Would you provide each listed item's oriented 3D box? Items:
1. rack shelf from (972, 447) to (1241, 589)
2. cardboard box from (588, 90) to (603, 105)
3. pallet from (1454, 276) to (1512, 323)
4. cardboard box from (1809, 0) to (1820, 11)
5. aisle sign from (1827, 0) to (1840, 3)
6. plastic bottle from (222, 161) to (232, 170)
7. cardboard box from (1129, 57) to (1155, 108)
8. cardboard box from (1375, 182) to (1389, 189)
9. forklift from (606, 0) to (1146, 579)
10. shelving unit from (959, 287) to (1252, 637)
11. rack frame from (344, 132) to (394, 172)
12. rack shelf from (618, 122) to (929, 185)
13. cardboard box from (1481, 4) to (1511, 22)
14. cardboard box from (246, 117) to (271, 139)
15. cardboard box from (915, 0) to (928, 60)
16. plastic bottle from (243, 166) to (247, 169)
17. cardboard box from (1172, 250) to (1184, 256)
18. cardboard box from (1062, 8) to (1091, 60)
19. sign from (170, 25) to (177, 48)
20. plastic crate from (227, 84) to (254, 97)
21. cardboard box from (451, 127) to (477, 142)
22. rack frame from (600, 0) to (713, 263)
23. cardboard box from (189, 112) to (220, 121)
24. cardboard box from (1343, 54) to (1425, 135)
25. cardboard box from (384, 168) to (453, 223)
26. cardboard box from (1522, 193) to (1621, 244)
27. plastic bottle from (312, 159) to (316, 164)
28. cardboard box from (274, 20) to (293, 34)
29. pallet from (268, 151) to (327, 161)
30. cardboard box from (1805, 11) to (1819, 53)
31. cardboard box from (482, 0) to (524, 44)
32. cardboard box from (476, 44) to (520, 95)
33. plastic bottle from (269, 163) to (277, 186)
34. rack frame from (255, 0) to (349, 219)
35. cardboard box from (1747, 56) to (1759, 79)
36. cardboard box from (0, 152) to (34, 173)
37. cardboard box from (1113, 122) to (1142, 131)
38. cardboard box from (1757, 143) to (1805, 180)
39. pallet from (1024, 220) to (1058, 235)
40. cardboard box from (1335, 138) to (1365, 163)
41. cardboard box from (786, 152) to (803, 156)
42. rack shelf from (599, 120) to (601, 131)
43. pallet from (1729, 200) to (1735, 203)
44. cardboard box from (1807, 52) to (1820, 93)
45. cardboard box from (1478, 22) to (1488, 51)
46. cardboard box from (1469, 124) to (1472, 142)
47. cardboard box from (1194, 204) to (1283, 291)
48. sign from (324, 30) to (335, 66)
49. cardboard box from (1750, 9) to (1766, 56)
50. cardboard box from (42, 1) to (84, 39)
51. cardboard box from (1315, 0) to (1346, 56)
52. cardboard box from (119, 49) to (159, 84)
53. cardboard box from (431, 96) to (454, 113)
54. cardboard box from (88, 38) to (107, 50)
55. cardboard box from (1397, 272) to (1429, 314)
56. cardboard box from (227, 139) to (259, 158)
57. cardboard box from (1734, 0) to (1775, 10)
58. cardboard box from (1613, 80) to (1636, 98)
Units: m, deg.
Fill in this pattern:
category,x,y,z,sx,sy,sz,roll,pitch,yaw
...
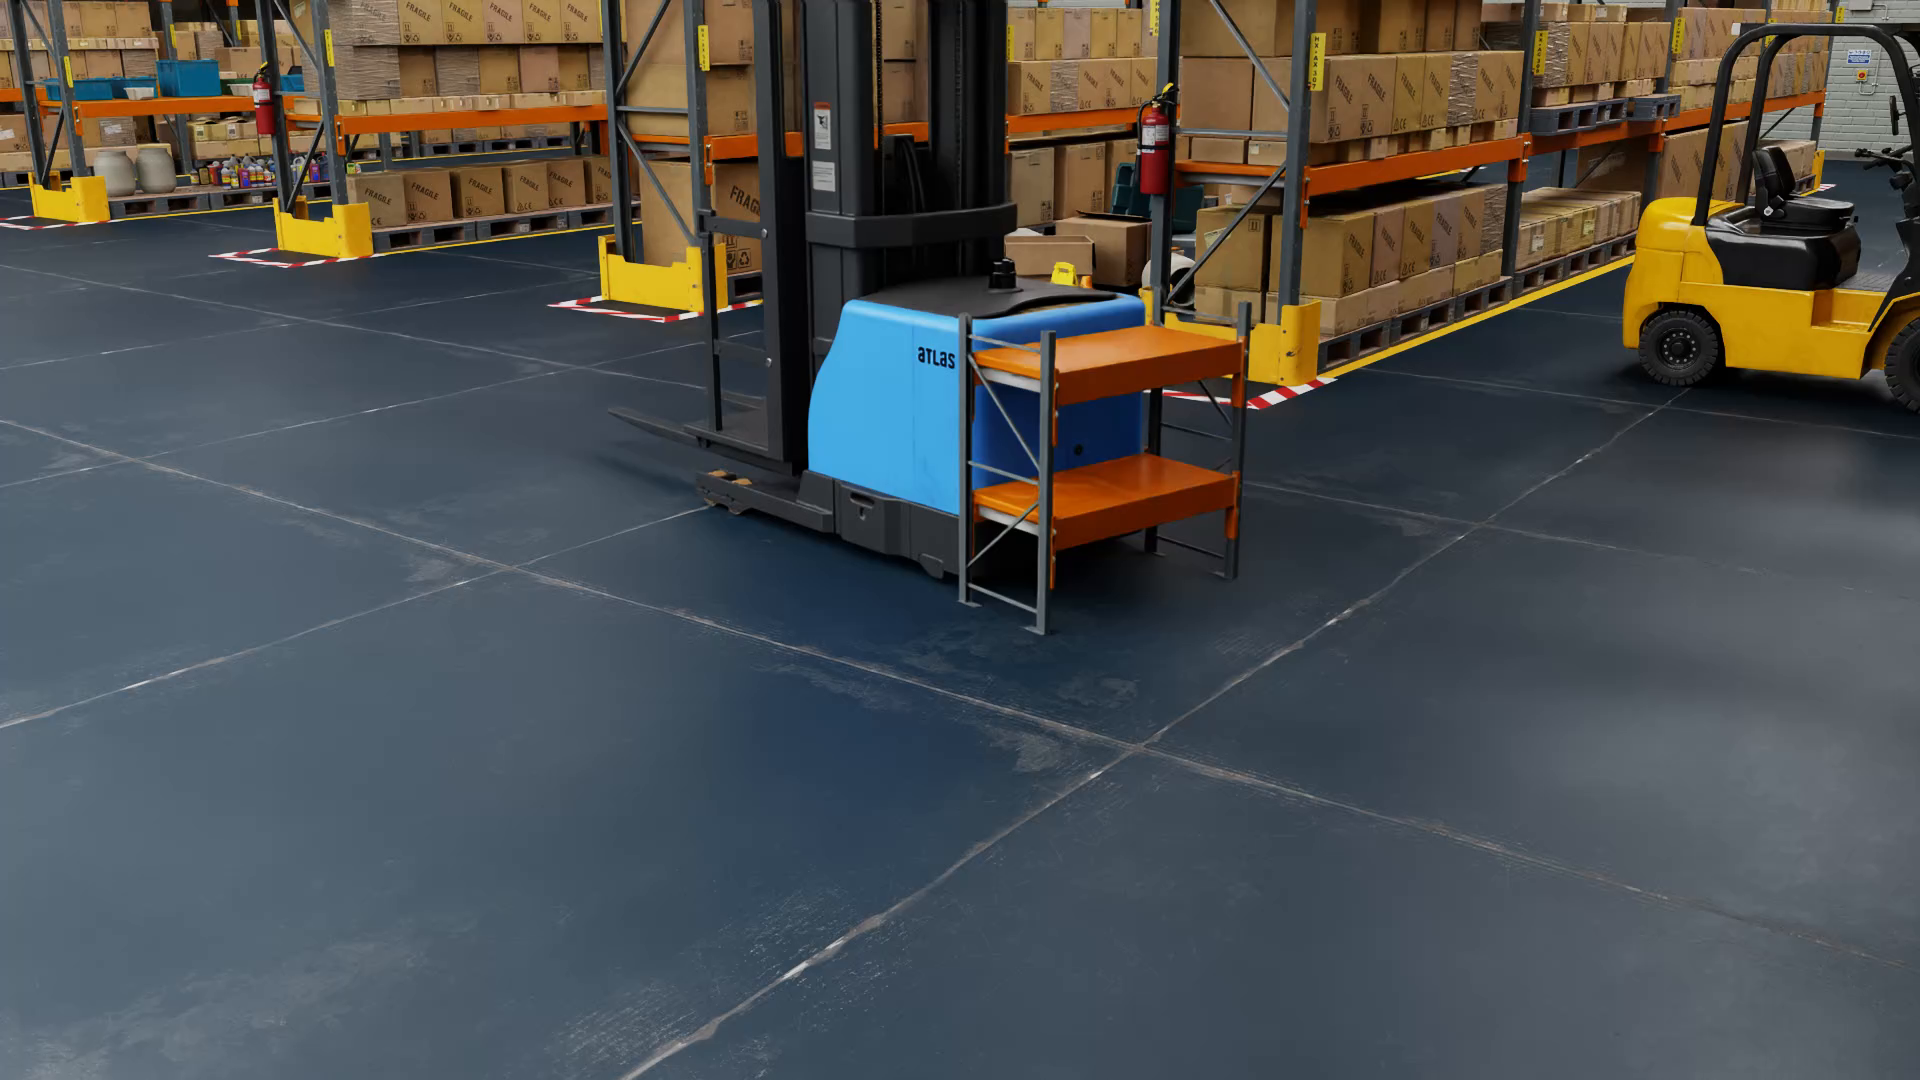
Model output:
category,x,y,z,sx,sy,sz,roll,pitch,yaw
rack shelf,0.560,-0.104,6.507,1.000,0.278,0.538,-14,22,-37
cardboard box,-4.157,-4.876,18.311,0.380,0.149,0.250,12,21,35
pallet,3.676,-1.957,13.189,1.003,0.211,1.213,12,21,35
cardboard box,10.743,-6.833,21.242,0.380,0.149,0.250,13,21,36
aisle sign,11.490,-7.517,22.007,0.394,0.787,0.004,12,21,35
plastic bottle,-9.275,-4.641,20.981,0.152,0.276,0.135,12,21,33
cardboard box,1.746,-4.913,17.839,0.500,0.500,0.500,12,21,34
cardboard box,3.052,-2.775,12.693,0.380,0.149,0.250,13,22,37
forklift,-0.582,-1.606,7.472,1.130,2.935,3.031,-15,23,-40
shelving unit,0.560,-0.338,6.435,1.048,1.125,0.538,-14,22,-37
rack frame,-7.889,-6.081,21.768,1.000,3.000,0.127,12,21,35
rack shelf,-1.180,-3.485,14.622,1.077,0.370,4.000,12,21,35
cardboard box,4.542,-4.471,14.112,0.380,0.149,0.250,12,21,33
cardboard box,-10.809,-6.409,25.805,0.500,0.311,0.500,12,21,33
cardboard box,-0.470,-4.659,15.116,0.875,0.550,0.550,12,21,35
plastic bottle,-9.057,-4.634,21.086,0.097,0.201,0.097,0,17,0
cardboard box,1.839,-2.334,14.312,0.258,0.266,0.396,-1,17,-3
cardboard box,0.909,-5.193,17.054,0.700,0.500,0.500,13,21,35
sign,-11.418,-7.311,24.135,0.100,0.325,0.005,12,21,35
plastic crate,-8.653,-5.524,20.417,0.530,0.136,0.437,12,21,35
cardboard box,-8.673,-7.110,28.554,0.500,0.500,0.500,12,21,33
rack frame,-2.371,-3.353,12.982,1.000,3.000,0.127,12,21,35
cardboard box,-13.849,-7.620,30.197,0.700,0.500,0.500,13,21,35
cardboard box,2.778,-3.001,11.180,0.500,0.500,0.500,12,21,34
cardboard box,-5.580,-3.554,17.137,0.500,0.500,0.500,-13,22,-36
cardboard box,5.653,-3.043,15.708,0.950,0.372,0.625,12,21,34
plastic bottle,-8.289,-4.760,21.366,0.152,0.276,0.135,12,21,35
cardboard box,-12.665,-9.533,30.914,0.500,0.250,0.500,12,21,34
pallet,-10.731,-6.100,26.530,1.003,0.211,1.213,12,21,35
cardboard box,10.517,-6.434,21.051,0.500,0.500,0.500,12,21,34
cardboard box,-4.855,-5.361,17.092,0.500,0.500,0.500,12,21,35
cardboard box,-5.103,-4.938,17.416,0.875,0.500,0.500,12,21,35
plastic bottle,-8.557,-4.566,20.748,0.097,0.271,0.097,0,17,0
rack frame,-6.294,-4.253,15.882,1.000,3.000,0.127,12,21,35
cardboard box,8.747,-5.379,18.918,0.500,0.250,0.500,12,21,35
cardboard box,-13.157,-5.219,22.920,0.500,0.250,0.500,12,21,35
cardboard box,2.380,-6.866,27.172,0.875,0.875,0.875,12,21,35
cardboard box,10.346,-4.895,21.562,0.875,0.438,0.875,13,22,36
pallet,0.411,-3.171,17.098,1.003,0.211,1.213,12,21,35
cardboard box,2.395,-2.538,10.782,0.380,0.149,0.250,12,21,33
cardboard box,-1.498,-2.922,14.468,0.875,0.875,0.875,12,21,34
rack shelf,-2.719,-5.339,20.590,1.077,0.370,4.000,12,21,35
pallet,8.415,-3.831,19.225,1.003,0.211,1.213,12,21,35
cardboard box,10.812,-6.082,21.602,0.500,0.500,0.500,12,21,34
cardboard box,4.139,-3.996,13.674,0.500,0.500,0.500,12,21,34
cardboard box,3.580,-3.038,12.394,0.380,0.149,0.250,12,21,34
cardboard box,1.932,-1.984,11.240,0.500,0.500,0.500,13,21,35
sign,-5.859,-4.571,15.445,0.100,0.325,0.005,12,21,35
cardboard box,8.750,-5.735,18.798,0.500,0.500,0.500,13,22,36
cardboard box,-12.723,-7.278,23.266,0.700,0.500,0.500,12,21,35
cardboard box,2.101,-3.449,10.935,0.700,0.500,0.500,13,21,35
cardboard box,-12.124,-6.898,24.231,0.700,0.500,0.500,12,21,33
cardboard box,-5.321,-4.393,16.757,0.380,0.149,0.250,12,21,35
cardboard box,-12.313,-7.028,23.555,0.380,0.149,0.250,12,21,35
cardboard box,2.992,-1.785,11.862,0.500,0.250,0.500,14,22,38
cardboard box,-11.120,-6.018,25.494,0.500,0.250,0.500,13,22,36
cardboard box,9.211,-6.224,19.281,0.380,0.149,0.250,12,21,34
cardboard box,5.900,-4.097,15.095,0.380,0.149,0.250,13,21,36
